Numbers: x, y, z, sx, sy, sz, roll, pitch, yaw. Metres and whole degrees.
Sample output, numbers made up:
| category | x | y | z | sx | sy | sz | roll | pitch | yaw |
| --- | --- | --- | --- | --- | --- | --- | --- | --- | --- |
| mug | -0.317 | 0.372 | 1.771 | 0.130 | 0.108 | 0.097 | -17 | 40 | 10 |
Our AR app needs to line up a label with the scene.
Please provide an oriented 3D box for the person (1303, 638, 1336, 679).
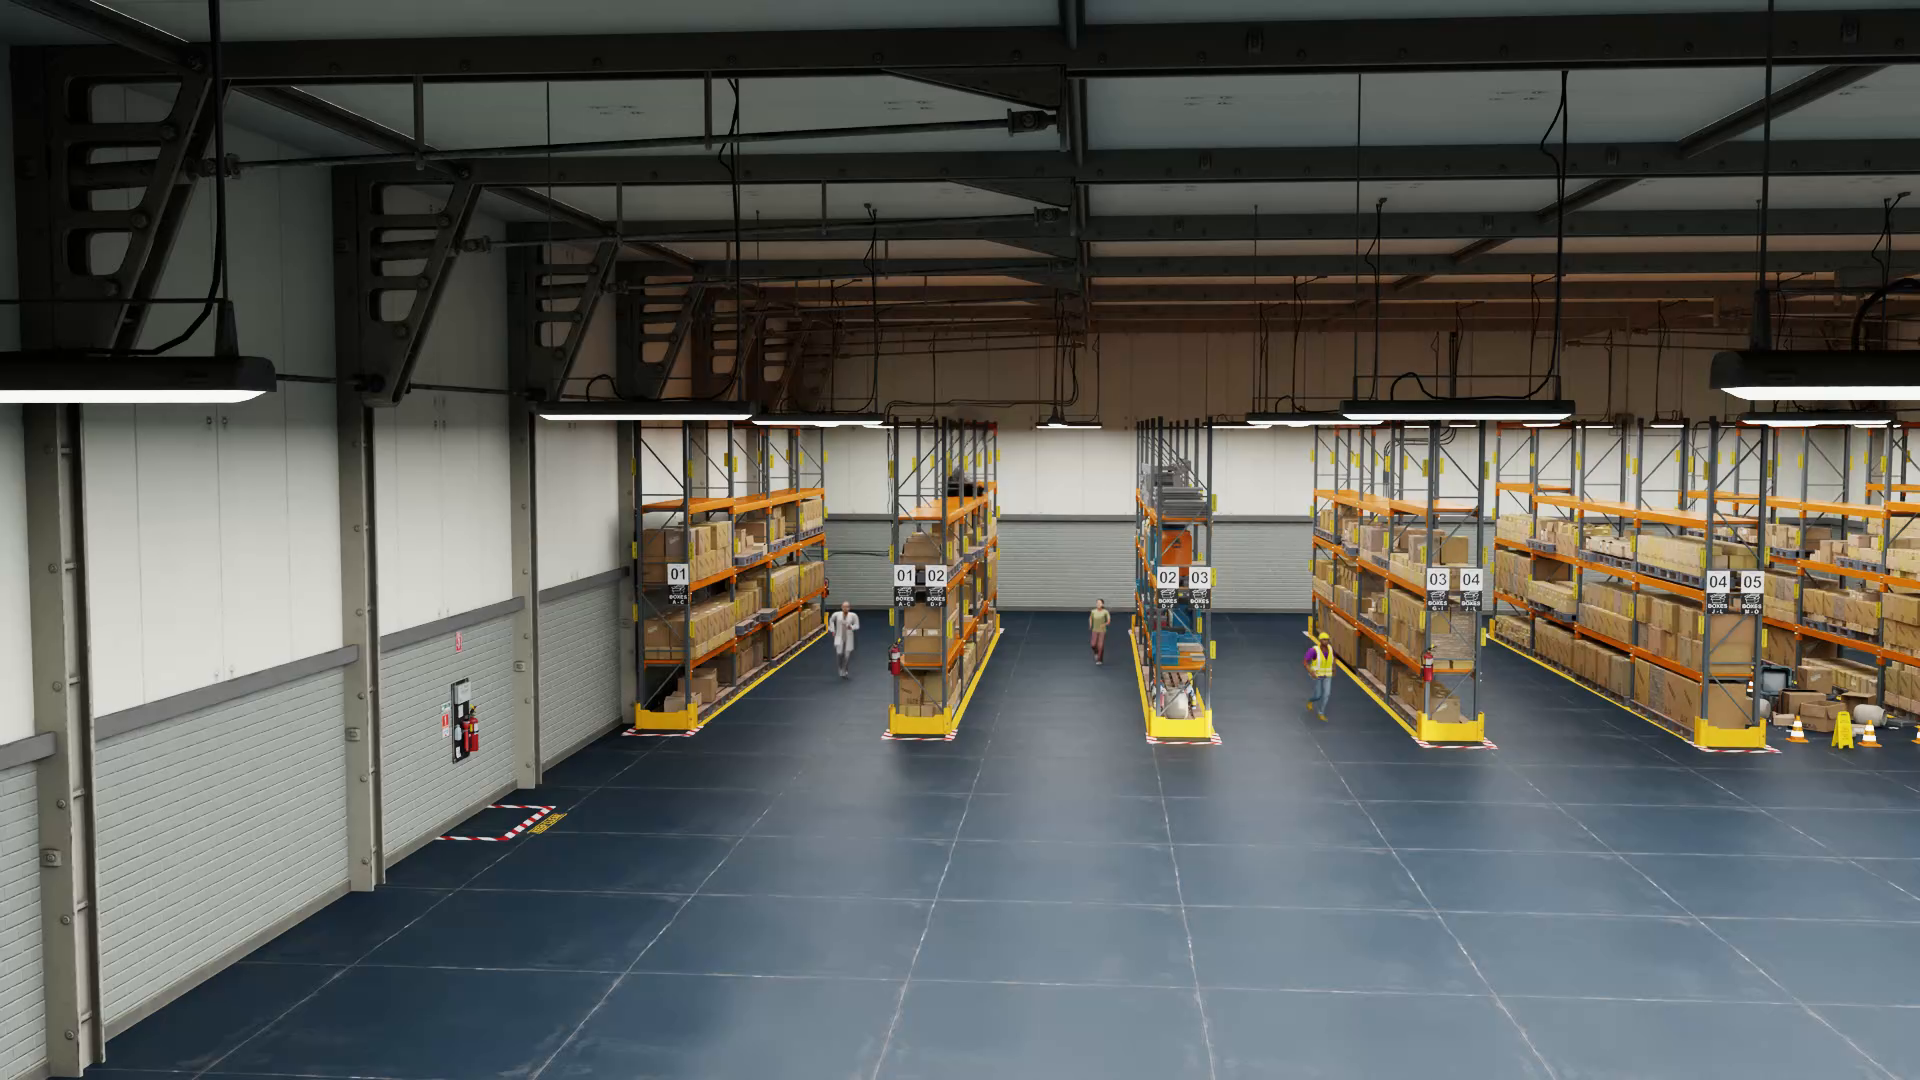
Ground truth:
| category | x | y | z | sx | sy | sz | roll | pitch | yaw |
| --- | --- | --- | --- | --- | --- | --- | --- | --- | --- |
| person | 6.222 | 2.068 | 36.819 | 0.726 | 0.872 | 8.168 | -1 | 4 | -14 |

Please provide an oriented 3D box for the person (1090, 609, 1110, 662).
| category | x | y | z | sx | sy | sz | roll | pitch | yaw |
| --- | --- | --- | --- | --- | --- | --- | --- | --- | --- |
| person | 3.404 | 2.352 | 40.703 | 0.536 | 1.326 | 0.481 | 1 | 4 | 18 |

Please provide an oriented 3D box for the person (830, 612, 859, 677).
| category | x | y | z | sx | sy | sz | roll | pitch | yaw |
| --- | --- | --- | --- | --- | --- | --- | --- | --- | --- |
| person | -2.692 | 2.427 | 38.738 | 0.691 | 1.543 | 0.721 | 0 | 4 | -4 |
